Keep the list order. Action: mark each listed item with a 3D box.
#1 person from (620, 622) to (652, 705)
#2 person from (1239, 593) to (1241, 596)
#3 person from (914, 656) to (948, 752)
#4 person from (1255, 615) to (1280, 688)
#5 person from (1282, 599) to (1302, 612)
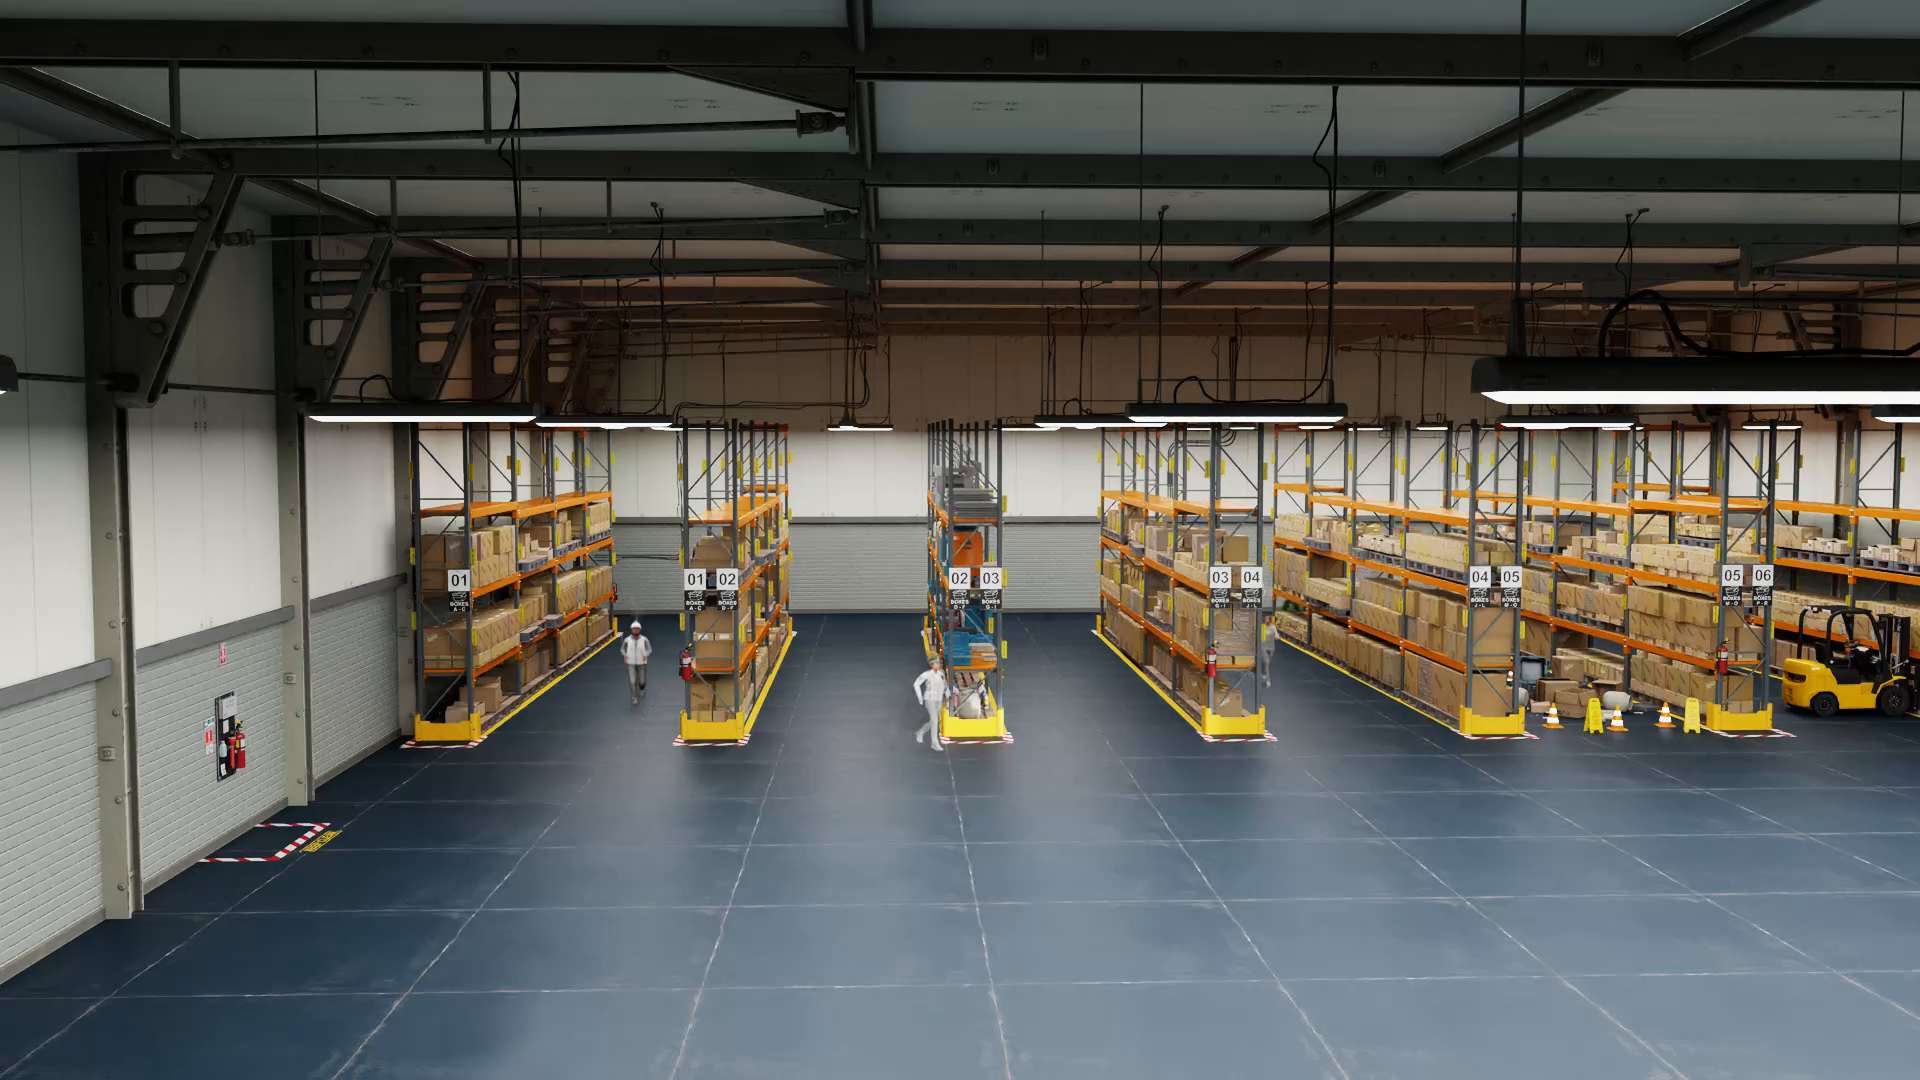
[{"bbox_3d":[-6.869,2.604,35.242,0.660,1.723,0.626,-1,4,-10],"label":"person"},{"bbox_3d":[7.794,1.985,45.194,0.587,1.691,0.666,0,4,-4],"label":"person"},{"bbox_3d":[-0.471,2.956,30.290,0.649,1.684,0.791,-3,5,-39],"label":"person"},{"bbox_3d":[6.987,2.504,37.766,0.520,1.624,0.810,0,4,-6],"label":"person"},{"bbox_3d":[9.748,1.706,48.728,0.876,1.844,0.643,-1,4,-13],"label":"person"}]
